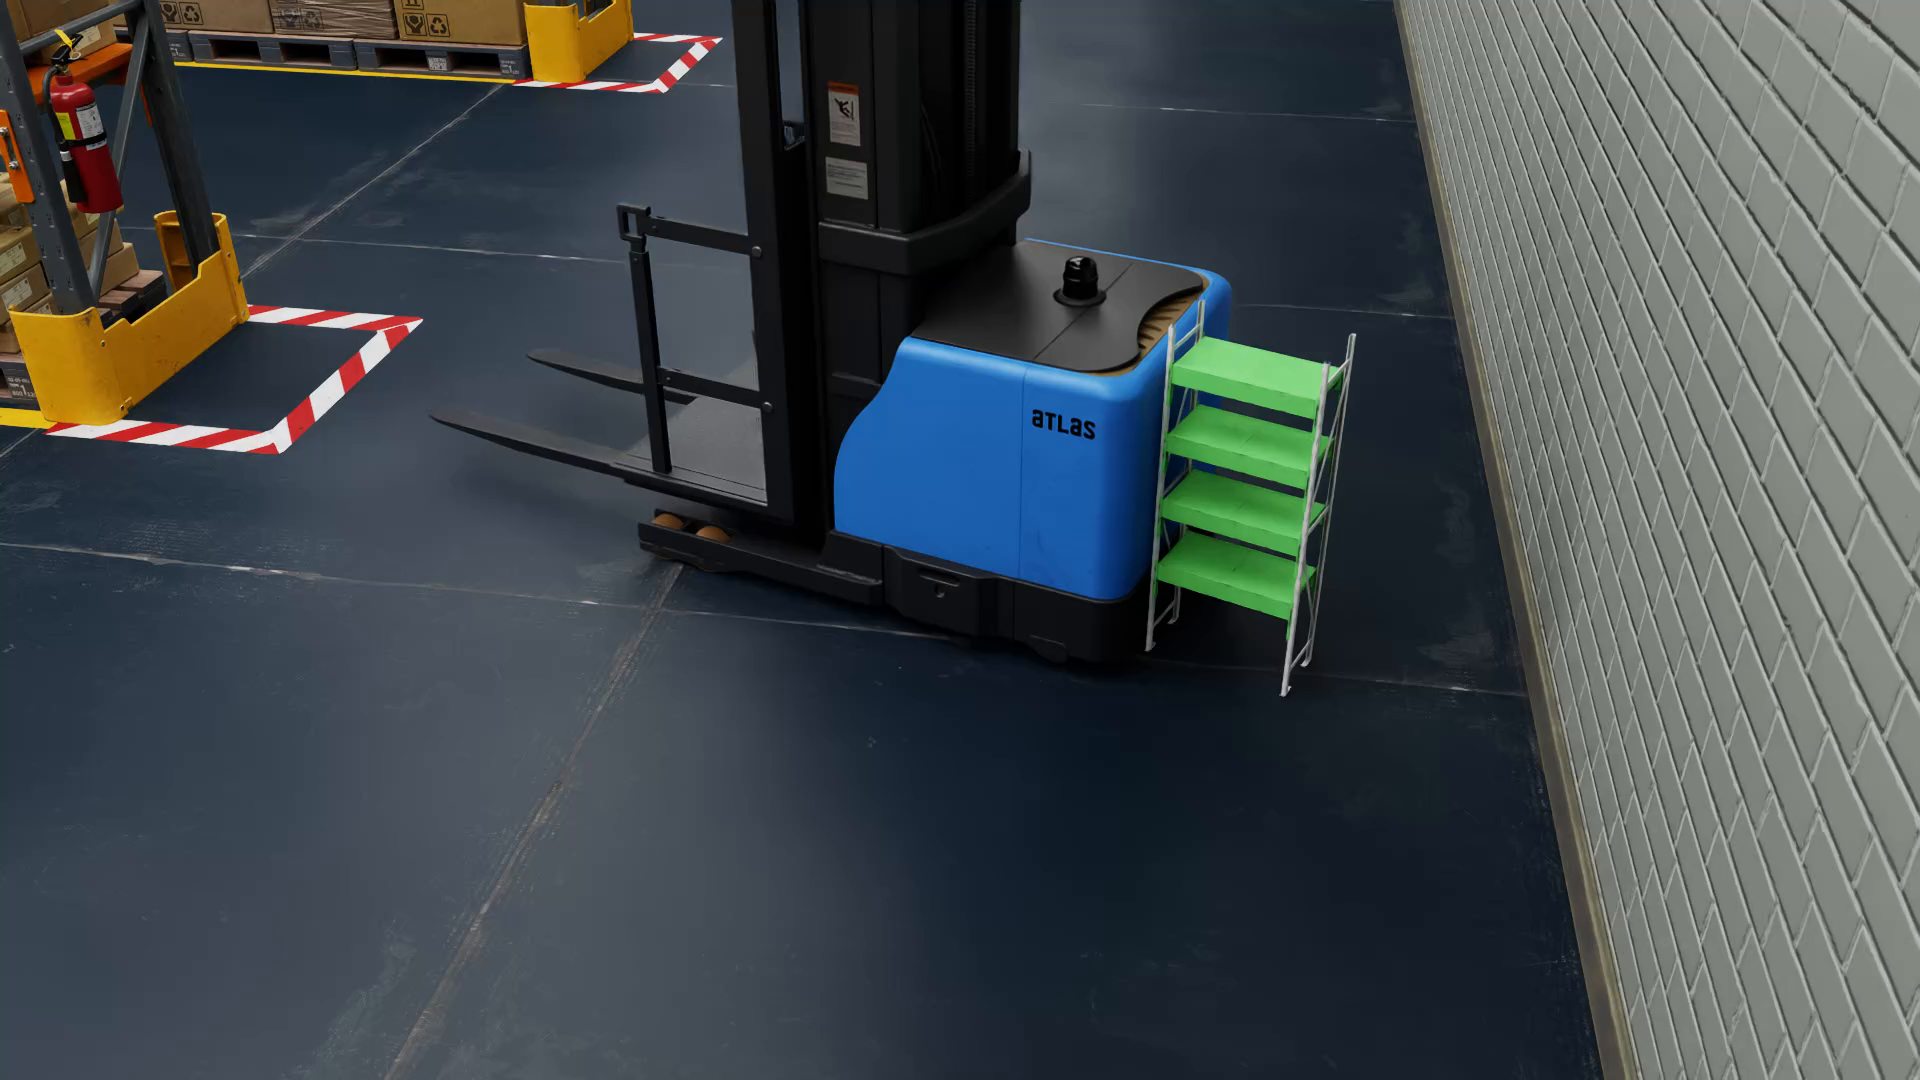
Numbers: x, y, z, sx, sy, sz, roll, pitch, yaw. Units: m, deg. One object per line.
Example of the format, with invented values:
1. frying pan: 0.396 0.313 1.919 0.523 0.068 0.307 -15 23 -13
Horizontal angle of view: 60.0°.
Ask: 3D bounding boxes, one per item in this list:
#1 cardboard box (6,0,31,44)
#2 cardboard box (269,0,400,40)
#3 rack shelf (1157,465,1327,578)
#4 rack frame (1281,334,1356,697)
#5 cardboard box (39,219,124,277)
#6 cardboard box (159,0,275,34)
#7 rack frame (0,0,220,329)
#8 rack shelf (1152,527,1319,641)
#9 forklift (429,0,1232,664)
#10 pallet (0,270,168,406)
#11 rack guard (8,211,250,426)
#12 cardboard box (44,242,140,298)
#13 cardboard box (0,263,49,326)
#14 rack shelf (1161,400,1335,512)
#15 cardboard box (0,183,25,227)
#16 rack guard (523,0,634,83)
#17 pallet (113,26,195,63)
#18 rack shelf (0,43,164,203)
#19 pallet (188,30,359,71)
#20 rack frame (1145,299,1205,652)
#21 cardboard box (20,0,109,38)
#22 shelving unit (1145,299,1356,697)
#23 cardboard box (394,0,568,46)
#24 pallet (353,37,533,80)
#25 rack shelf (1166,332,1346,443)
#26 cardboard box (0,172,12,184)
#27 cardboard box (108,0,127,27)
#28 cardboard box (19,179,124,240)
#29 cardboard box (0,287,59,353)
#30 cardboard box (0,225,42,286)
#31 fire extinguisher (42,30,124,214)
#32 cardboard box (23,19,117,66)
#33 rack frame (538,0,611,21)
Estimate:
1. cardboard box: -4.063 -2.136 6.461 0.500 0.500 0.500 6 33 9
2. cardboard box: -4.184 -4.021 11.454 0.875 0.875 0.875 5 32 8
3. rack shelf: 0.907 -0.065 5.344 0.480 0.148 0.258 18 36 26
4. rack frame: 1.117 -0.053 5.204 0.015 1.200 0.240 18 36 26
5. cardboard box: -4.050 -1.339 7.573 0.250 0.149 0.380 6 33 10
6. cardboard box: -5.061 -4.101 11.581 0.875 0.875 0.875 5 32 8
7. rack frame: -3.577 -2.062 6.718 0.127 3.000 1.000 5 32 8
8. rack shelf: 0.907 0.138 5.471 0.480 0.148 0.258 18 36 26
9. forklift: -0.613 -1.359 5.659 3.031 2.935 1.130 14 35 22
10. pallet: -4.446 -0.978 7.614 1.213 0.211 1.003 5 32 8
11. rack guard: -3.652 -1.010 7.392 0.348 0.500 1.175 5 32 8
12. cardboard box: -4.039 -1.246 7.705 0.250 0.149 0.380 6 33 9
13. cardboard box: -4.145 -1.056 7.120 0.250 0.149 0.380 4 32 7
14. rack shelf: 0.907 -0.268 5.216 0.480 0.148 0.258 18 36 26
15. cardboard box: -4.328 -1.470 7.502 0.250 0.149 0.380 6 33 9
16. rack guard: -2.619 -3.586 11.507 0.348 0.500 1.175 5 32 8
17. pallet: -5.849 -3.714 11.984 1.213 0.211 1.003 5 32 8
18. rack shelf: -5.548 -1.936 7.194 4.000 0.370 1.077 5 32 8
19. pallet: -4.643 -3.606 11.812 1.213 0.211 1.003 5 32 8
20. rack frame: 0.698 -0.185 5.415 0.015 1.200 0.240 18 36 26
21. cardboard box: -3.973 -2.415 6.907 0.500 0.500 0.500 7 33 11
22. shelving unit: 0.907 -0.119 5.310 0.503 1.200 0.258 18 36 26
23. cardboard box: -3.287 -3.940 11.324 0.875 0.875 0.875 5 32 8
24. pallet: -3.444 -3.496 11.636 1.213 0.211 1.003 5 32 8
25. rack shelf: 0.907 -0.472 5.089 0.480 0.148 0.258 18 36 26
26. cardboard box: -4.555 -1.560 7.645 0.250 0.149 0.380 5 32 8
27. cardboard box: -5.948 -4.181 11.709 0.875 0.875 0.875 5 32 8
28. cardboard box: -4.036 -1.509 7.563 0.250 0.149 0.380 4 32 6
29. cardboard box: -4.131 -0.970 7.263 0.250 0.149 0.380 6 32 9
30. cardboard box: -4.141 -1.199 7.069 0.250 0.149 0.380 6 32 9
31. fire extinguisher: -3.406 -1.608 6.416 0.183 0.674 0.296 5 32 8
32. cardboard box: -3.841 -2.156 7.104 0.250 0.149 0.380 5 32 8
33. rack frame: -2.643 -4.647 10.848 0.127 3.000 1.000 5 32 8
